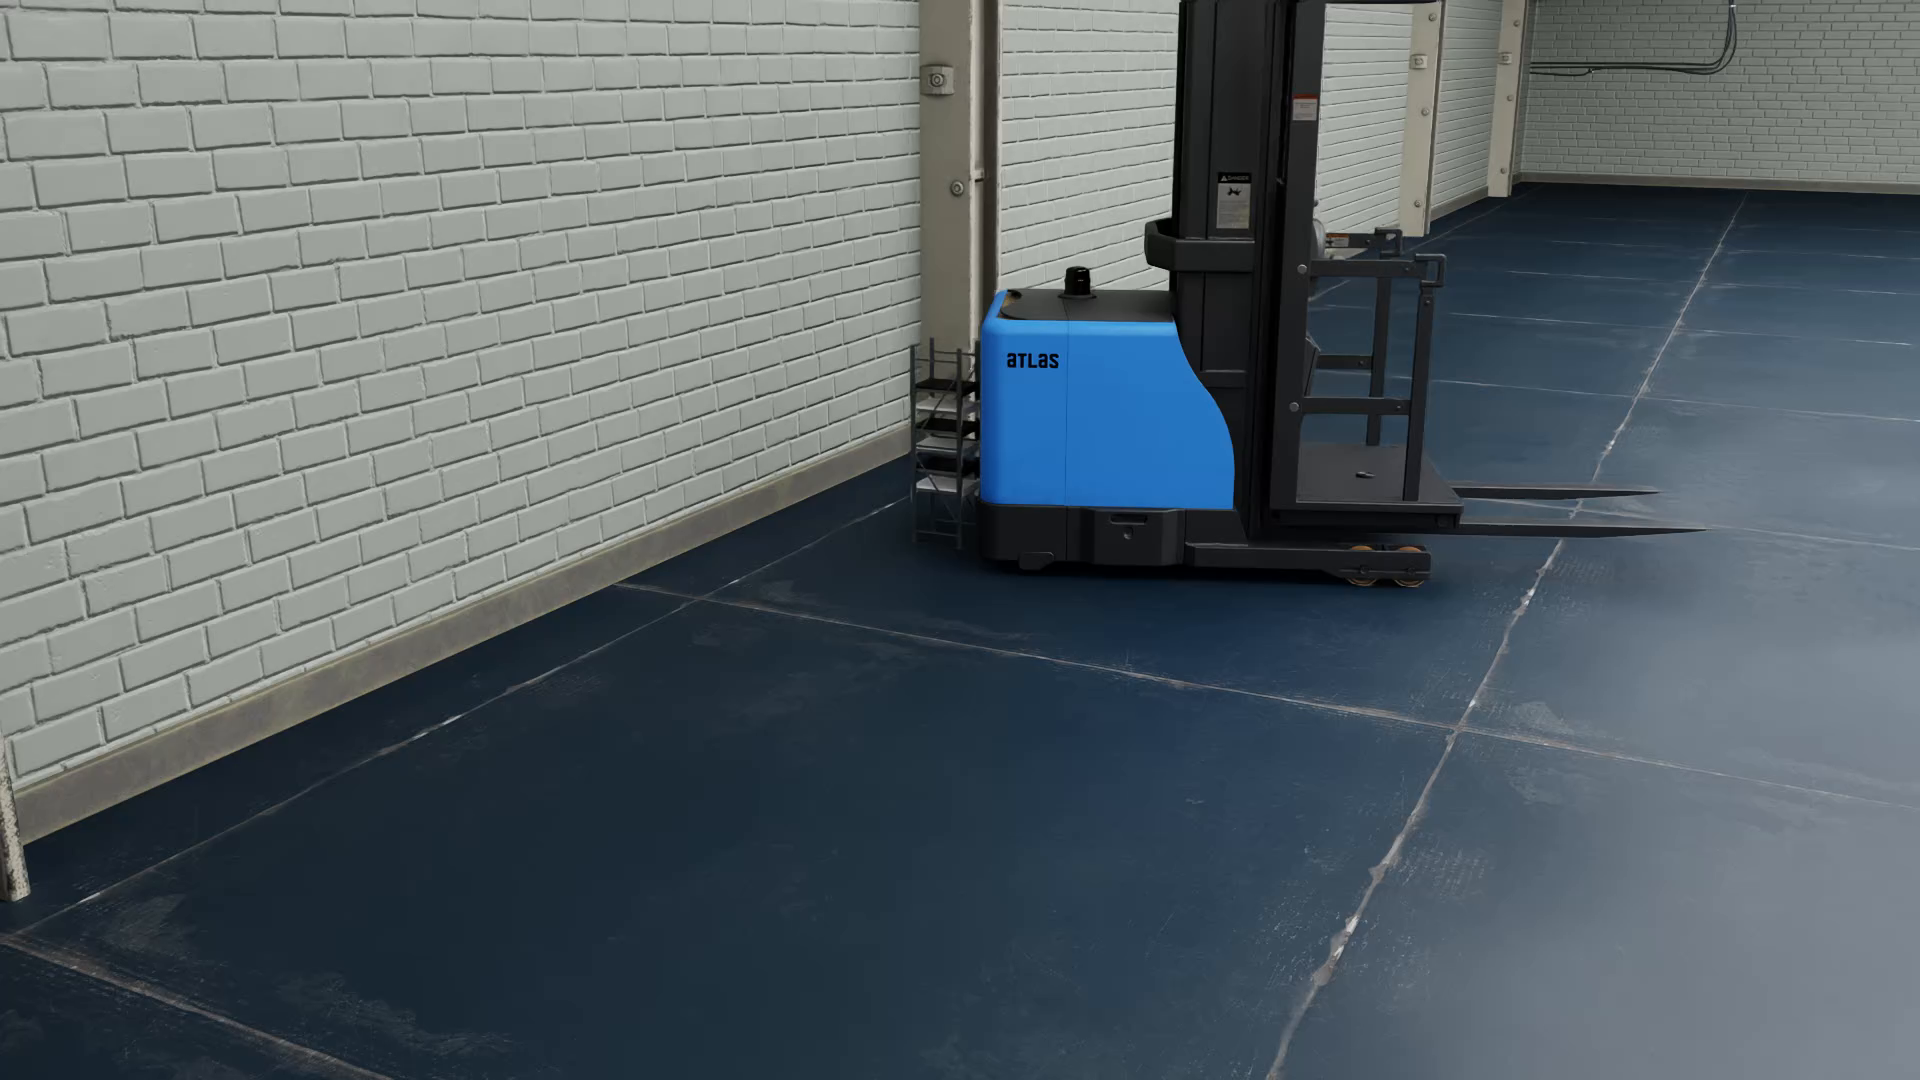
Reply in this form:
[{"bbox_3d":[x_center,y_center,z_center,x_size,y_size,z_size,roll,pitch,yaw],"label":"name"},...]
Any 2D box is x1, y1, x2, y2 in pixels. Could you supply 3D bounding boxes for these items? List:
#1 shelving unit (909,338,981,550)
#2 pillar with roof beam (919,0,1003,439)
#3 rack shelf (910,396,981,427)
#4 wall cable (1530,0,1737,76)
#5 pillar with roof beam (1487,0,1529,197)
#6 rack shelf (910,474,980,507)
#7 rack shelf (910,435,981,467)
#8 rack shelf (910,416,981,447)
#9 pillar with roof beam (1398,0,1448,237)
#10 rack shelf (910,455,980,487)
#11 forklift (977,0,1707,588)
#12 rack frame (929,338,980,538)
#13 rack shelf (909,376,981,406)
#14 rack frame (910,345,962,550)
[{"bbox_3d":[-0.064,-0.428,7.386,0.258,0.900,0.210,7,18,22],"label":"shelving unit"},{"bbox_3d":[3.857,-4.332,6.306,9.100,9.000,0.400,8,18,25],"label":"pillar with roof beam"},{"bbox_3d":[-0.064,-0.569,7.344,0.258,0.077,0.200,7,18,22],"label":"rack shelf"},{"bbox_3d":[10.548,-8.559,25.989,3.097,2.526,0.112,8,18,25],"label":"wall cable"},{"bbox_3d":[11.900,-8.917,21.742,9.100,9.000,0.400,8,18,25],"label":"pillar with roof beam"},{"bbox_3d":[-0.064,-0.224,7.447,0.258,0.077,0.200,7,18,22],"label":"rack shelf"},{"bbox_3d":[-0.064,-0.396,7.396,0.258,0.077,0.200,7,18,22],"label":"rack shelf"},{"bbox_3d":[-0.064,-0.483,7.370,0.258,0.077,0.200,7,18,22],"label":"rack shelf"},{"bbox_3d":[9.219,-7.389,16.597,9.100,9.000,0.400,8,18,25],"label":"pillar with roof beam"},{"bbox_3d":[-0.064,-0.310,7.421,0.258,0.077,0.200,7,18,22],"label":"rack shelf"},{"bbox_3d":[1.618,-1.367,6.979,3.031,2.935,1.130,1,17,5],"label":"forklift"},{"bbox_3d":[-0.024,-0.455,7.476,0.240,0.900,0.006,7,18,22],"label":"rack frame"},{"bbox_3d":[-0.064,-0.655,7.319,0.258,0.077,0.200,7,18,22],"label":"rack shelf"},{"bbox_3d":[-0.104,-0.402,7.296,0.240,0.900,0.006,7,18,22],"label":"rack frame"}]
